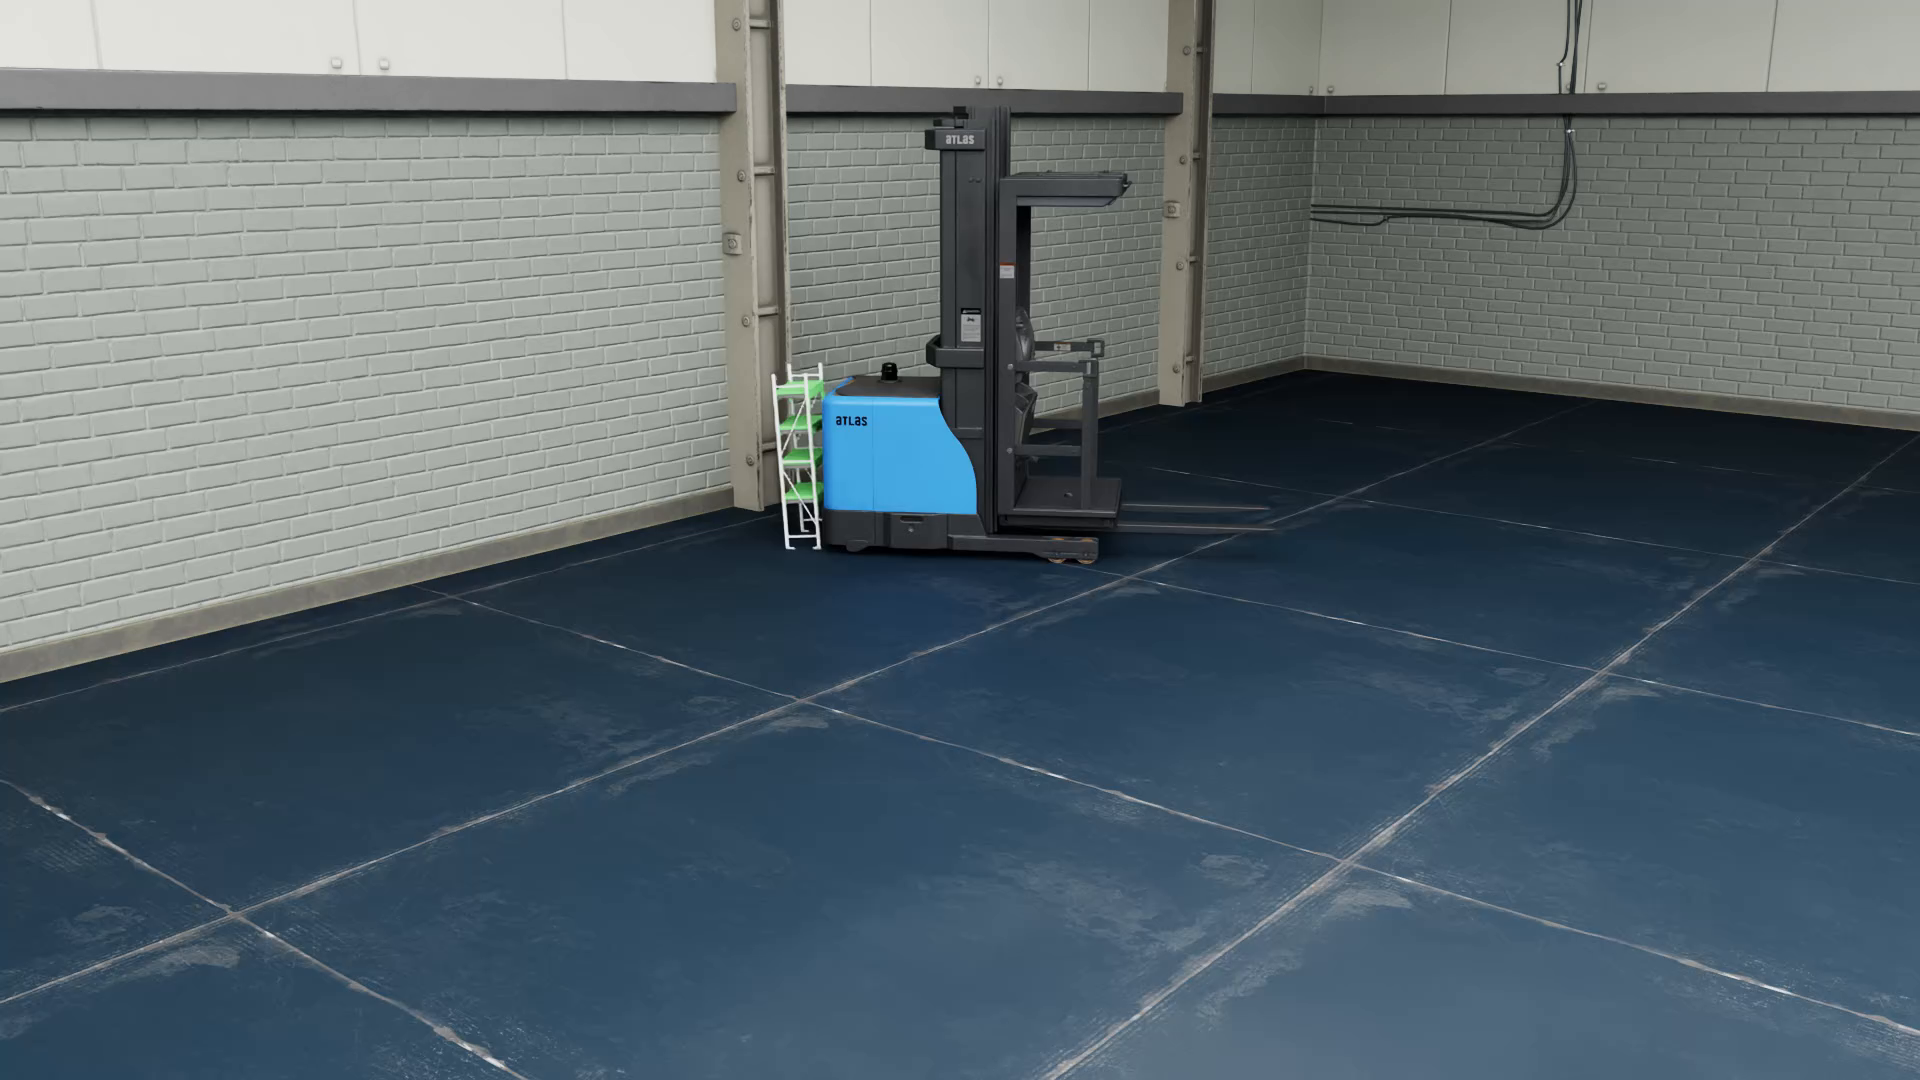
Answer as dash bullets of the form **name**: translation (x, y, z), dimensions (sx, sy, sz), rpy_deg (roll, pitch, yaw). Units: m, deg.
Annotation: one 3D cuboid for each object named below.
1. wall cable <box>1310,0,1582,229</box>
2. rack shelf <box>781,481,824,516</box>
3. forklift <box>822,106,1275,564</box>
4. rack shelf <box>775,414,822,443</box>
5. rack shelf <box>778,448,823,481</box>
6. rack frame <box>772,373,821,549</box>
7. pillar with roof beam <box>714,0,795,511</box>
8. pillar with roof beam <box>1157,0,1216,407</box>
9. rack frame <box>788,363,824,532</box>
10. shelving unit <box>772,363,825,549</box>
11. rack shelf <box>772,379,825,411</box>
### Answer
- **wall cable**: translation (5.152, -4.640, 17.918), dimensions (3.097, 2.526, 0.112), rpy_deg (11, 18, 38)
- **rack shelf**: translation (-1.059, -0.292, 11.538), dimensions (0.258, 0.148, 0.480), rpy_deg (-1, 14, 7)
- **forklift**: translation (0.623, -1.401, 11.184), dimensions (3.031, 2.935, 1.130), rpy_deg (2, 14, 7)
- **rack shelf**: translation (-1.085, -0.757, 11.424), dimensions (0.258, 0.148, 0.480), rpy_deg (-1, 14, 7)
- **rack shelf**: translation (-1.072, -0.524, 11.481), dimensions (0.258, 0.148, 0.480), rpy_deg (-1, 14, 7)
- **rack frame**: translation (-1.105, -0.527, 11.231), dimensions (0.240, 1.200, 0.015), rpy_deg (-1, 14, 7)
- **pillar with roof beam**: translation (1.849, -3.970, 8.975), dimensions (9.100, 9.000, 0.400), rpy_deg (11, 18, 38)
- **pillar with roof beam**: translation (5.620, -5.119, 13.498), dimensions (9.100, 9.000, 0.400), rpy_deg (11, 18, 38)
- **rack frame**: translation (-1.047, -0.646, 11.700), dimensions (0.240, 1.200, 0.015), rpy_deg (-1, 14, 7)
- **shelving unit**: translation (-1.076, -0.586, 11.466), dimensions (0.258, 1.200, 0.503), rpy_deg (-1, 14, 7)
- **rack shelf**: translation (-1.099, -0.990, 11.366), dimensions (0.258, 0.148, 0.480), rpy_deg (-1, 14, 7)
